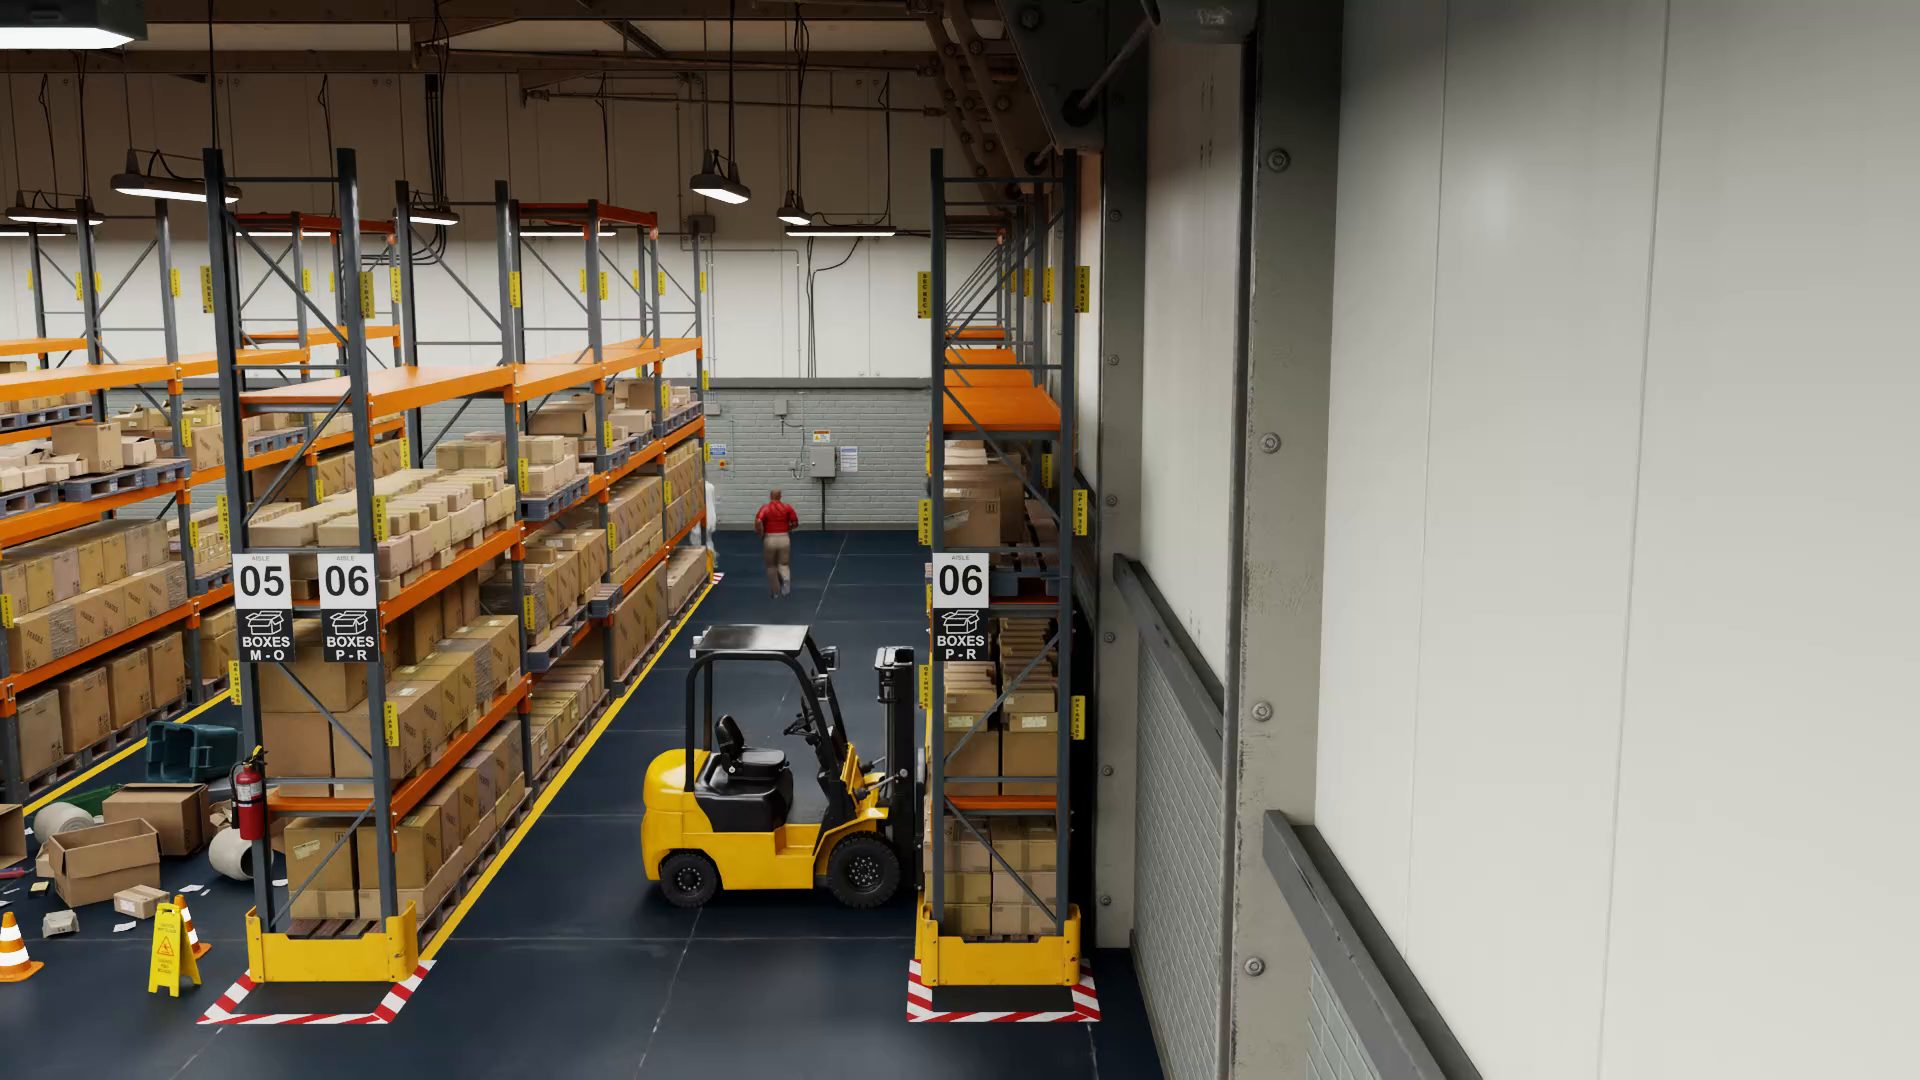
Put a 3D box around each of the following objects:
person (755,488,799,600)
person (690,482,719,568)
[{"bbox_3d":[-2.736,0.097,24.852,0.665,1.751,0.814,-2,9,-14],"label":"person"},{"bbox_3d":[-4.476,-0.364,29.139,0.490,1.753,0.648,4,10,26],"label":"person"}]
